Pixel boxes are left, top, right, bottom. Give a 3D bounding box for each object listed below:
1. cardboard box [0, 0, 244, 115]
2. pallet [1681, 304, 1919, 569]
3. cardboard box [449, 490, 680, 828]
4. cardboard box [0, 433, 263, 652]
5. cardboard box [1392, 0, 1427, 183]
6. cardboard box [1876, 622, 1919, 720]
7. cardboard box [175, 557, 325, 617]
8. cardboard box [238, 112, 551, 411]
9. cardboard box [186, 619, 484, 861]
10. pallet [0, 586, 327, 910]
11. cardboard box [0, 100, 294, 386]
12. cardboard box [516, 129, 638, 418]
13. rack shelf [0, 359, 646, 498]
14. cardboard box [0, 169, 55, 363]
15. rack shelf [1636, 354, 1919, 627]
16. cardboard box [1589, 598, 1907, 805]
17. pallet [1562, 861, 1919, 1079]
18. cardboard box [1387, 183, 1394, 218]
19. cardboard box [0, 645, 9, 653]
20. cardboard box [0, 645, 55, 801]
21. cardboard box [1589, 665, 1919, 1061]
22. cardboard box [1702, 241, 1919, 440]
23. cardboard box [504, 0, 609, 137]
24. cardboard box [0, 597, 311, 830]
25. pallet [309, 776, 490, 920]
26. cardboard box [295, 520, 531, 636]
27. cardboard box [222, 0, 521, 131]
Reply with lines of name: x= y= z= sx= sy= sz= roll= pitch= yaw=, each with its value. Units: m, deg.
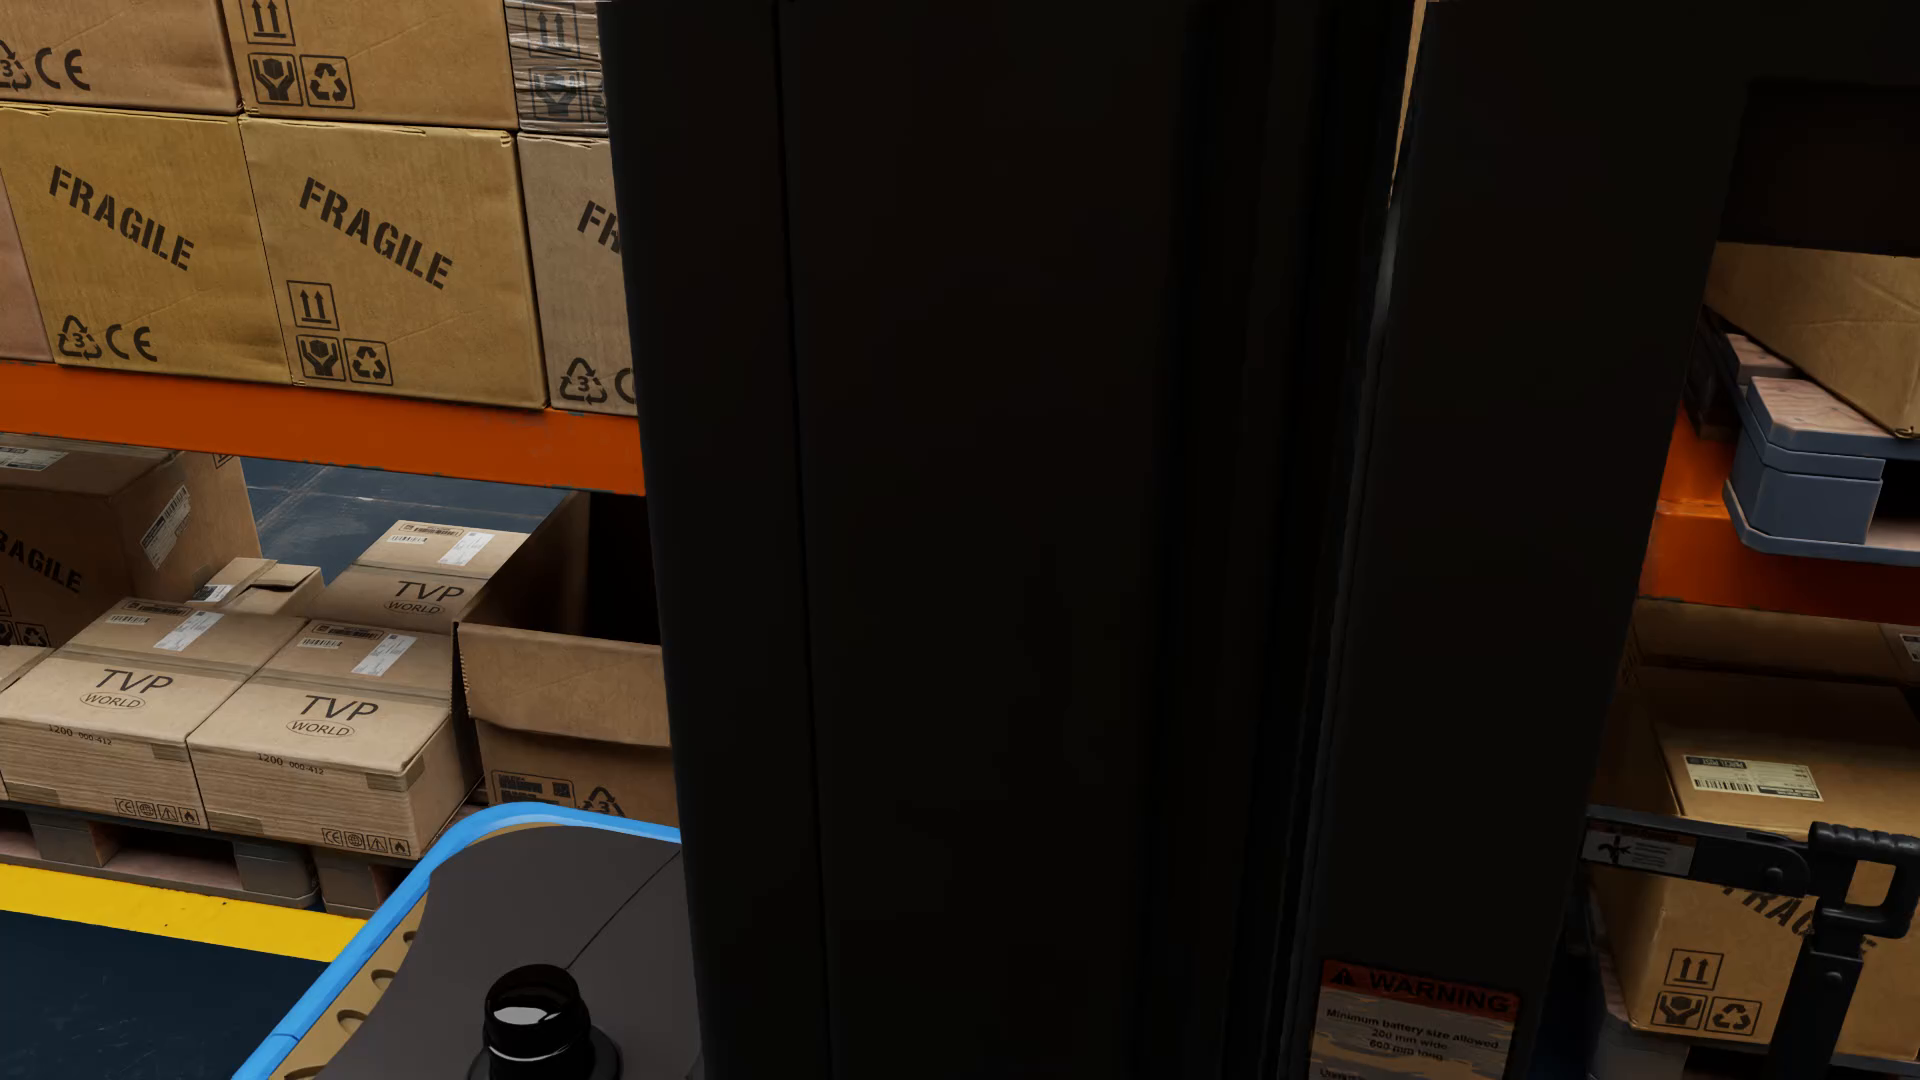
cardboard box: x=-1.413 y=-1.078 z=2.951 sx=0.500 sy=0.500 sz=0.500 roll=6 pitch=29 yaw=11
pallet: x=1.878 y=-0.249 z=2.781 sx=1.213 sy=0.211 sz=1.003 roll=6 pitch=29 yaw=11
cardboard box: x=-0.719 y=0.251 z=3.809 sx=0.637 sy=0.503 sz=0.797 roll=6 pitch=29 yaw=11
cardboard box: x=-2.209 y=-0.023 z=4.314 sx=0.500 sy=0.500 sz=0.500 roll=6 pitch=29 yaw=11
cardboard box: x=0.571 y=-0.876 z=2.582 sx=0.500 sy=0.500 sz=0.500 roll=6 pitch=29 yaw=11
cardboard box: x=2.143 y=0.407 z=3.527 sx=0.500 sy=0.500 sz=0.500 roll=6 pitch=29 yaw=11
cardboard box: x=-1.832 y=0.206 z=4.243 sx=0.250 sy=0.166 sz=0.380 roll=6 pitch=29 yaw=11
cardboard box: x=-0.929 y=-0.589 z=3.099 sx=0.500 sy=0.500 sz=0.500 roll=6 pitch=29 yaw=11
cardboard box: x=-1.342 y=0.435 z=3.736 sx=0.500 sy=0.250 sz=0.500 roll=6 pitch=29 yaw=11
pallet: x=-1.938 y=0.445 z=4.218 sx=1.213 sy=0.211 sz=1.003 roll=6 pitch=29 yaw=11
cardboard box: x=-1.418 y=-0.640 z=3.192 sx=0.500 sy=0.500 sz=0.500 roll=6 pitch=29 yaw=10
cardboard box: x=-0.430 y=-0.540 z=3.008 sx=0.500 sy=0.500 sz=0.500 roll=7 pitch=29 yaw=12
rack shelf: x=-0.837 y=-0.350 z=3.514 sx=4.000 sy=0.370 sz=1.077 roll=6 pitch=29 yaw=11
cardboard box: x=-1.908 y=-0.692 z=3.286 sx=0.500 sy=0.500 sz=0.500 roll=6 pitch=29 yaw=10
rack shelf: x=3.075 y=0.051 z=2.781 sx=4.000 sy=0.370 sz=1.077 roll=6 pitch=29 yaw=11
cardboard box: x=1.662 y=0.354 z=3.625 sx=0.500 sy=0.500 sz=0.500 roll=6 pitch=29 yaw=10
pallet: x=1.923 y=0.822 z=3.528 sx=1.213 sy=0.211 sz=1.003 roll=6 pitch=29 yaw=11
cardboard box: x=0.577 y=-0.438 z=2.823 sx=0.500 sy=0.500 sz=0.500 roll=6 pitch=29 yaw=11
cardboard box: x=-2.455 y=0.395 z=3.915 sx=0.250 sy=0.149 sz=0.380 roll=6 pitch=29 yaw=11
cardboard box: x=-2.210 y=0.413 z=3.865 sx=0.250 sy=0.166 sz=0.380 roll=6 pitch=29 yaw=11
cardboard box: x=1.541 y=0.602 z=3.172 sx=0.500 sy=0.500 sz=0.500 roll=5 pitch=29 yaw=8
cardboard box: x=1.536 y=-0.540 z=2.572 sx=0.500 sy=0.500 sz=0.700 roll=-4 pitch=29 yaw=-7
cardboard box: x=-0.424 y=-0.977 z=2.765 sx=0.500 sy=0.500 sz=0.500 roll=6 pitch=29 yaw=11
cardboard box: x=-1.831 y=0.385 z=3.828 sx=0.500 sy=0.250 sz=0.500 roll=6 pitch=29 yaw=11
pallet: x=-0.749 y=0.568 z=3.993 sx=1.213 sy=0.211 sz=1.003 roll=6 pitch=29 yaw=11
cardboard box: x=-1.287 y=0.196 z=4.174 sx=0.500 sy=0.250 sz=0.500 roll=6 pitch=29 yaw=11
cardboard box: x=-0.916 y=-1.028 z=2.859 sx=0.500 sy=0.500 sz=0.500 roll=6 pitch=29 yaw=10
